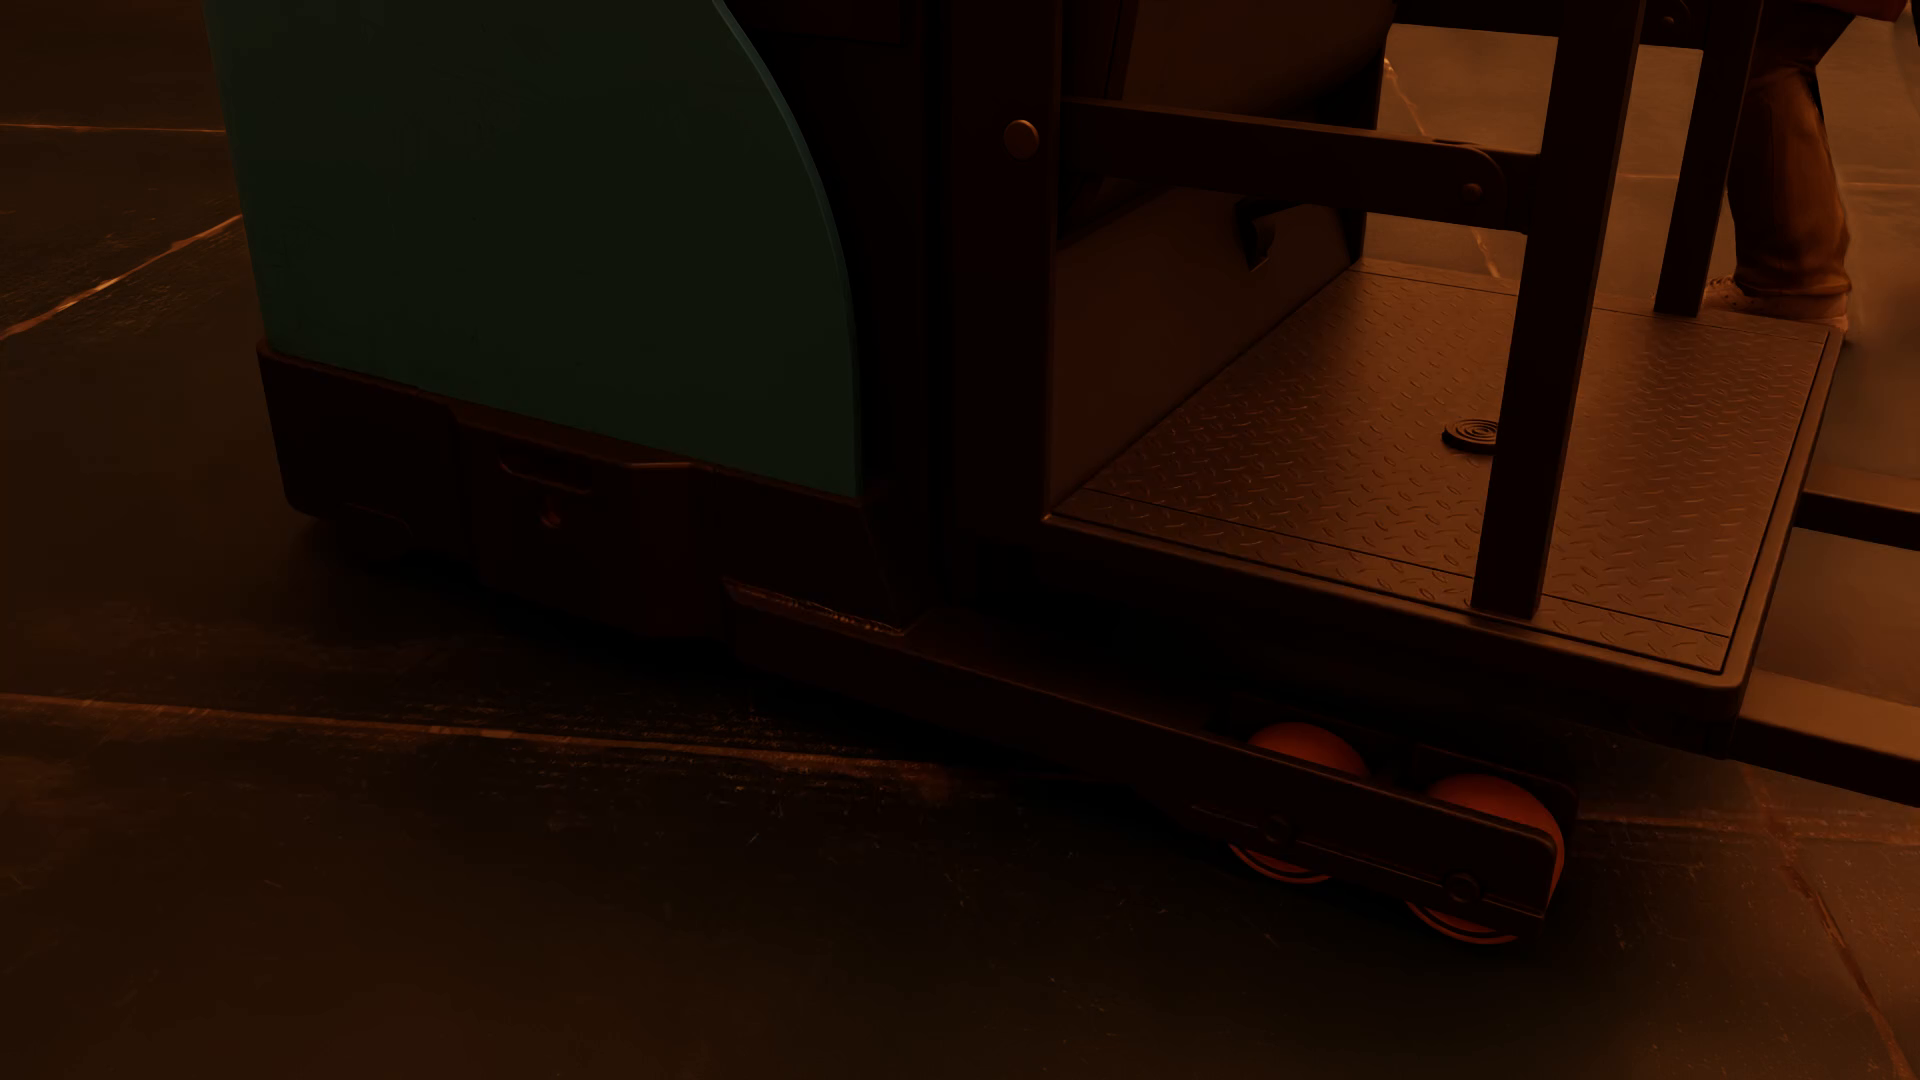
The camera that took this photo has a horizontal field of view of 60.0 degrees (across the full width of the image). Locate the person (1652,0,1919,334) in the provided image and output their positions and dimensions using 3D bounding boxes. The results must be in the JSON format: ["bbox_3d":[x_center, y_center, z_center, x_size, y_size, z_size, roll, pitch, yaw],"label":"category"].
[{"bbox_3d":[1.830,-1.245,3.108,1.059,1.717,0.441,-5,27,-10],"label":"person"}]

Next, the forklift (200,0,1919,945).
[{"bbox_3d":[0.529,-1.176,1.574,3.031,2.935,1.130,14,30,26],"label":"forklift"}]
